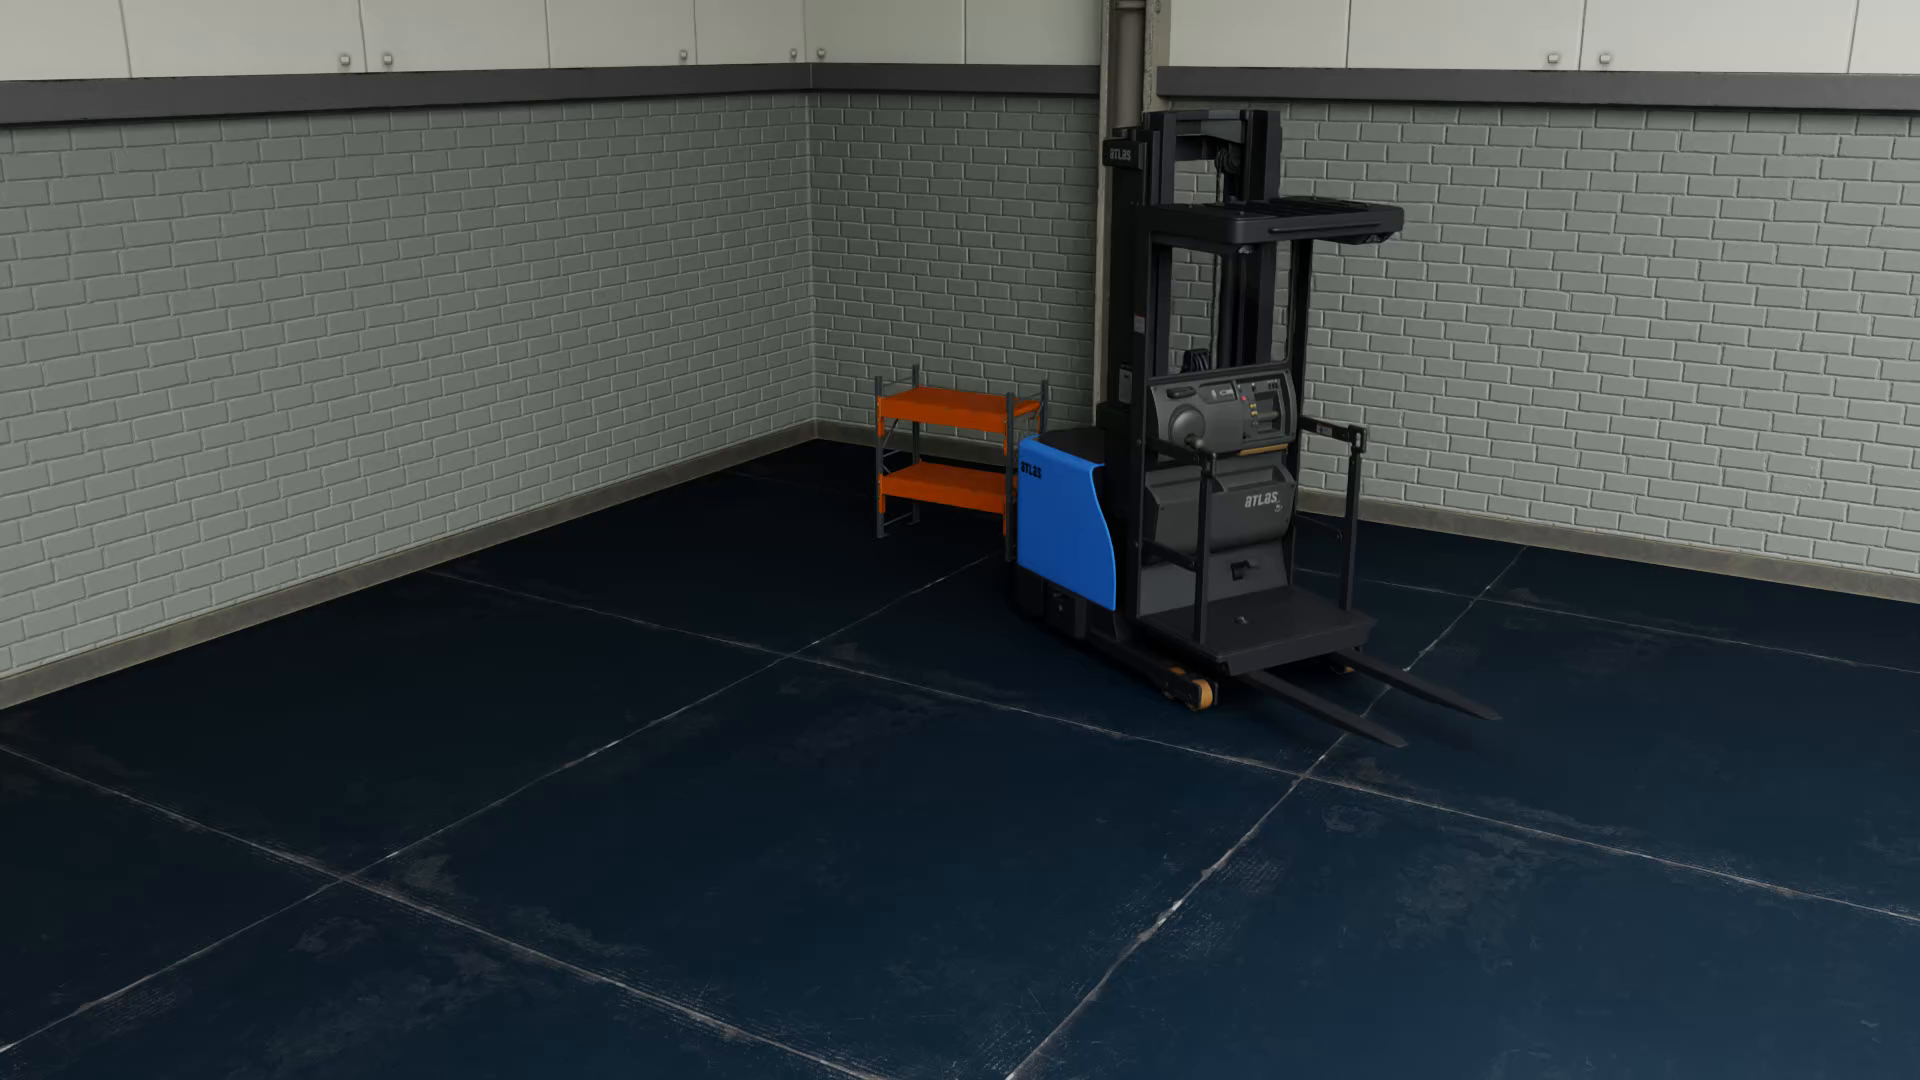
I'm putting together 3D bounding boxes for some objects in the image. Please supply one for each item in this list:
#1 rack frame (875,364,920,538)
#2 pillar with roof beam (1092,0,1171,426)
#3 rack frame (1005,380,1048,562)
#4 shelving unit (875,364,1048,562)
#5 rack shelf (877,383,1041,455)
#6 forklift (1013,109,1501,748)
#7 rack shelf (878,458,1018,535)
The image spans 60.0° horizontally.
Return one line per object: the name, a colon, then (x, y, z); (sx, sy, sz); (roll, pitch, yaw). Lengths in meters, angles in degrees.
rack frame: (-0.427, -0.615, 11.469); (0.032, 1.125, 0.500); (10, 20, 30)
pillar with roof beam: (-1.017, -3.630, 7.849); (0.400, 9.000, 9.100); (10, 20, 30)
rack frame: (0.439, -0.460, 10.960); (0.032, 1.125, 0.500); (10, 20, 30)
shelving unit: (0.006, -0.537, 11.214); (1.048, 1.125, 0.538); (10, 20, 30)
rack shelf: (0.006, -0.817, 11.129); (1.000, 0.278, 0.538); (10, 20, 30)
forklift: (1.503, -0.680, 8.576); (1.130, 2.935, 3.031); (-10, 19, -29)
rack shelf: (0.006, -0.303, 11.285); (1.000, 0.278, 0.538); (10, 20, 30)
